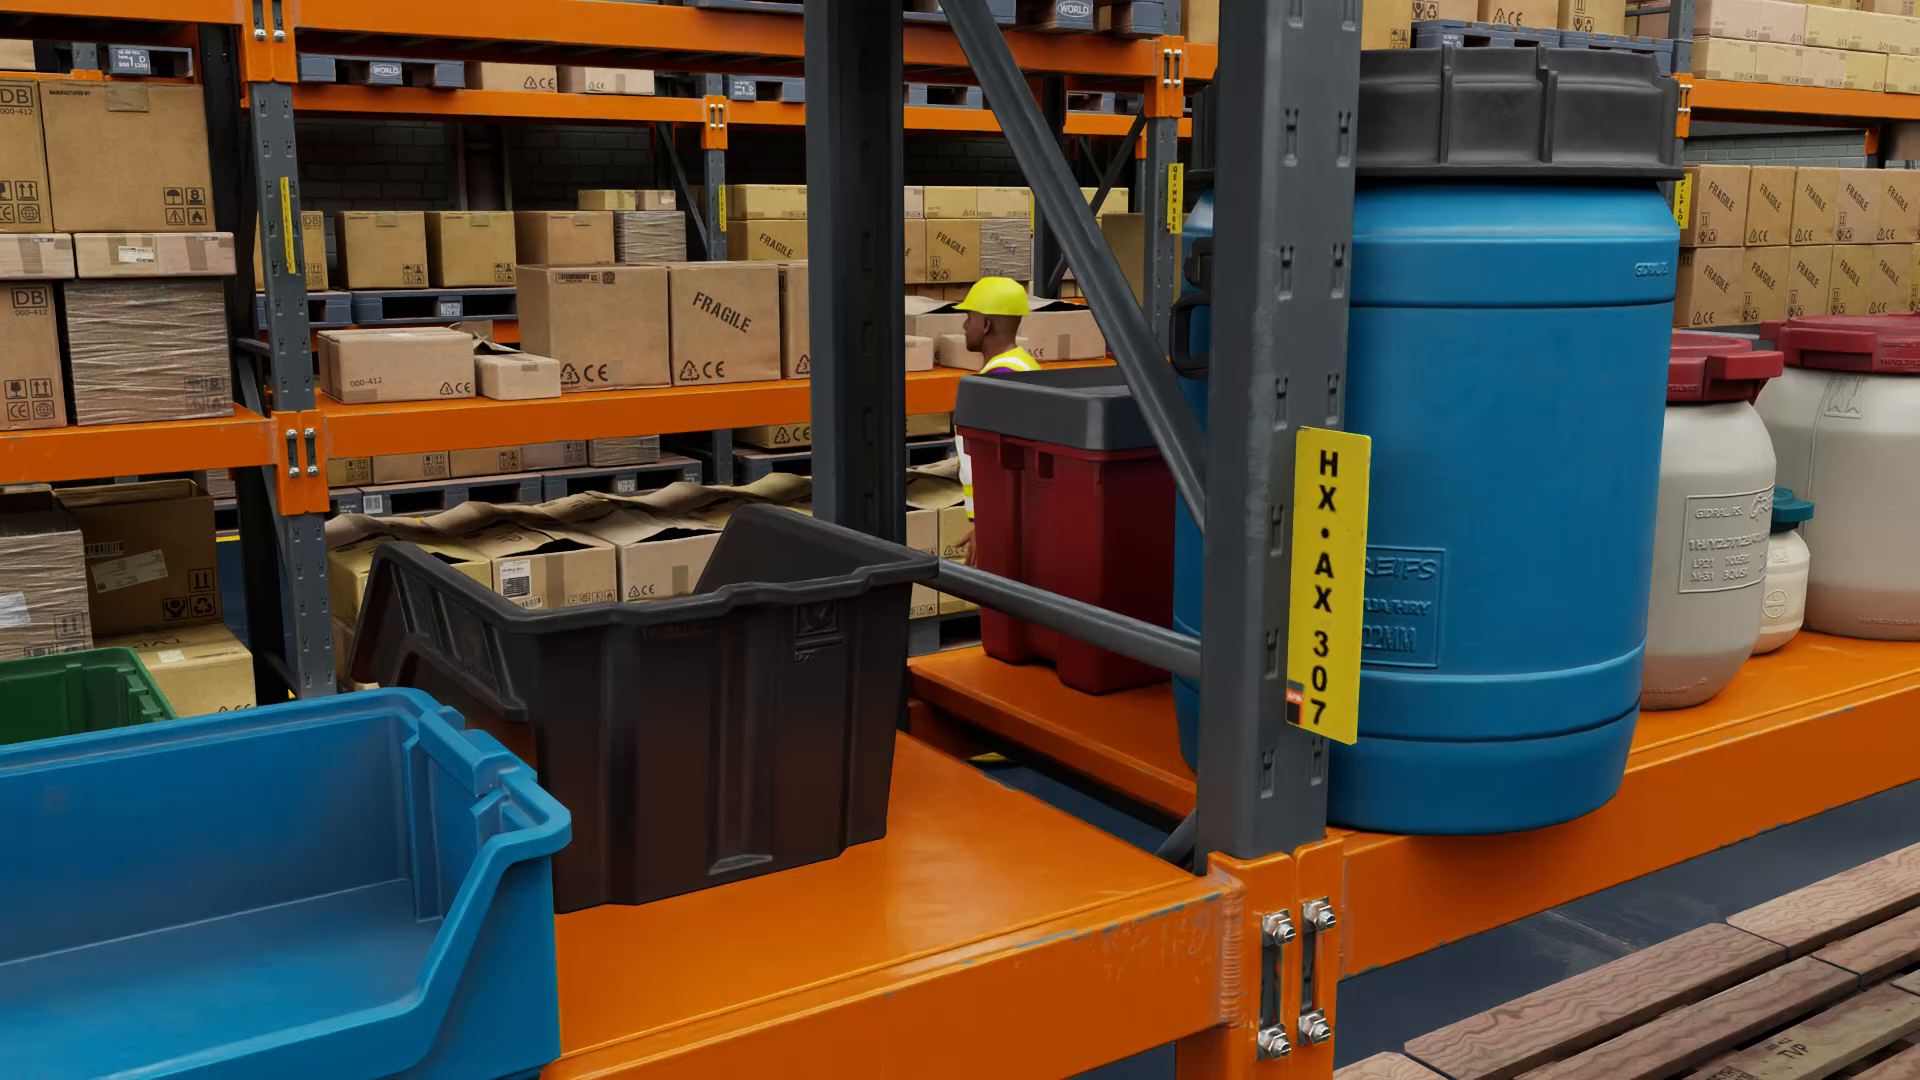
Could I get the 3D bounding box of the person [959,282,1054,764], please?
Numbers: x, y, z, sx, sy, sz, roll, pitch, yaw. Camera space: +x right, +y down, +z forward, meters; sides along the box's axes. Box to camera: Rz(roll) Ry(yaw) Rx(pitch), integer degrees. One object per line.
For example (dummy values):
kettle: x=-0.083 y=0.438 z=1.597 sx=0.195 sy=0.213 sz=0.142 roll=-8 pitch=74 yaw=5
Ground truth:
person: x=0.185 y=-0.067 z=6.191 sx=0.338 sy=1.766 sz=0.579 roll=3 pitch=12 yaw=16
